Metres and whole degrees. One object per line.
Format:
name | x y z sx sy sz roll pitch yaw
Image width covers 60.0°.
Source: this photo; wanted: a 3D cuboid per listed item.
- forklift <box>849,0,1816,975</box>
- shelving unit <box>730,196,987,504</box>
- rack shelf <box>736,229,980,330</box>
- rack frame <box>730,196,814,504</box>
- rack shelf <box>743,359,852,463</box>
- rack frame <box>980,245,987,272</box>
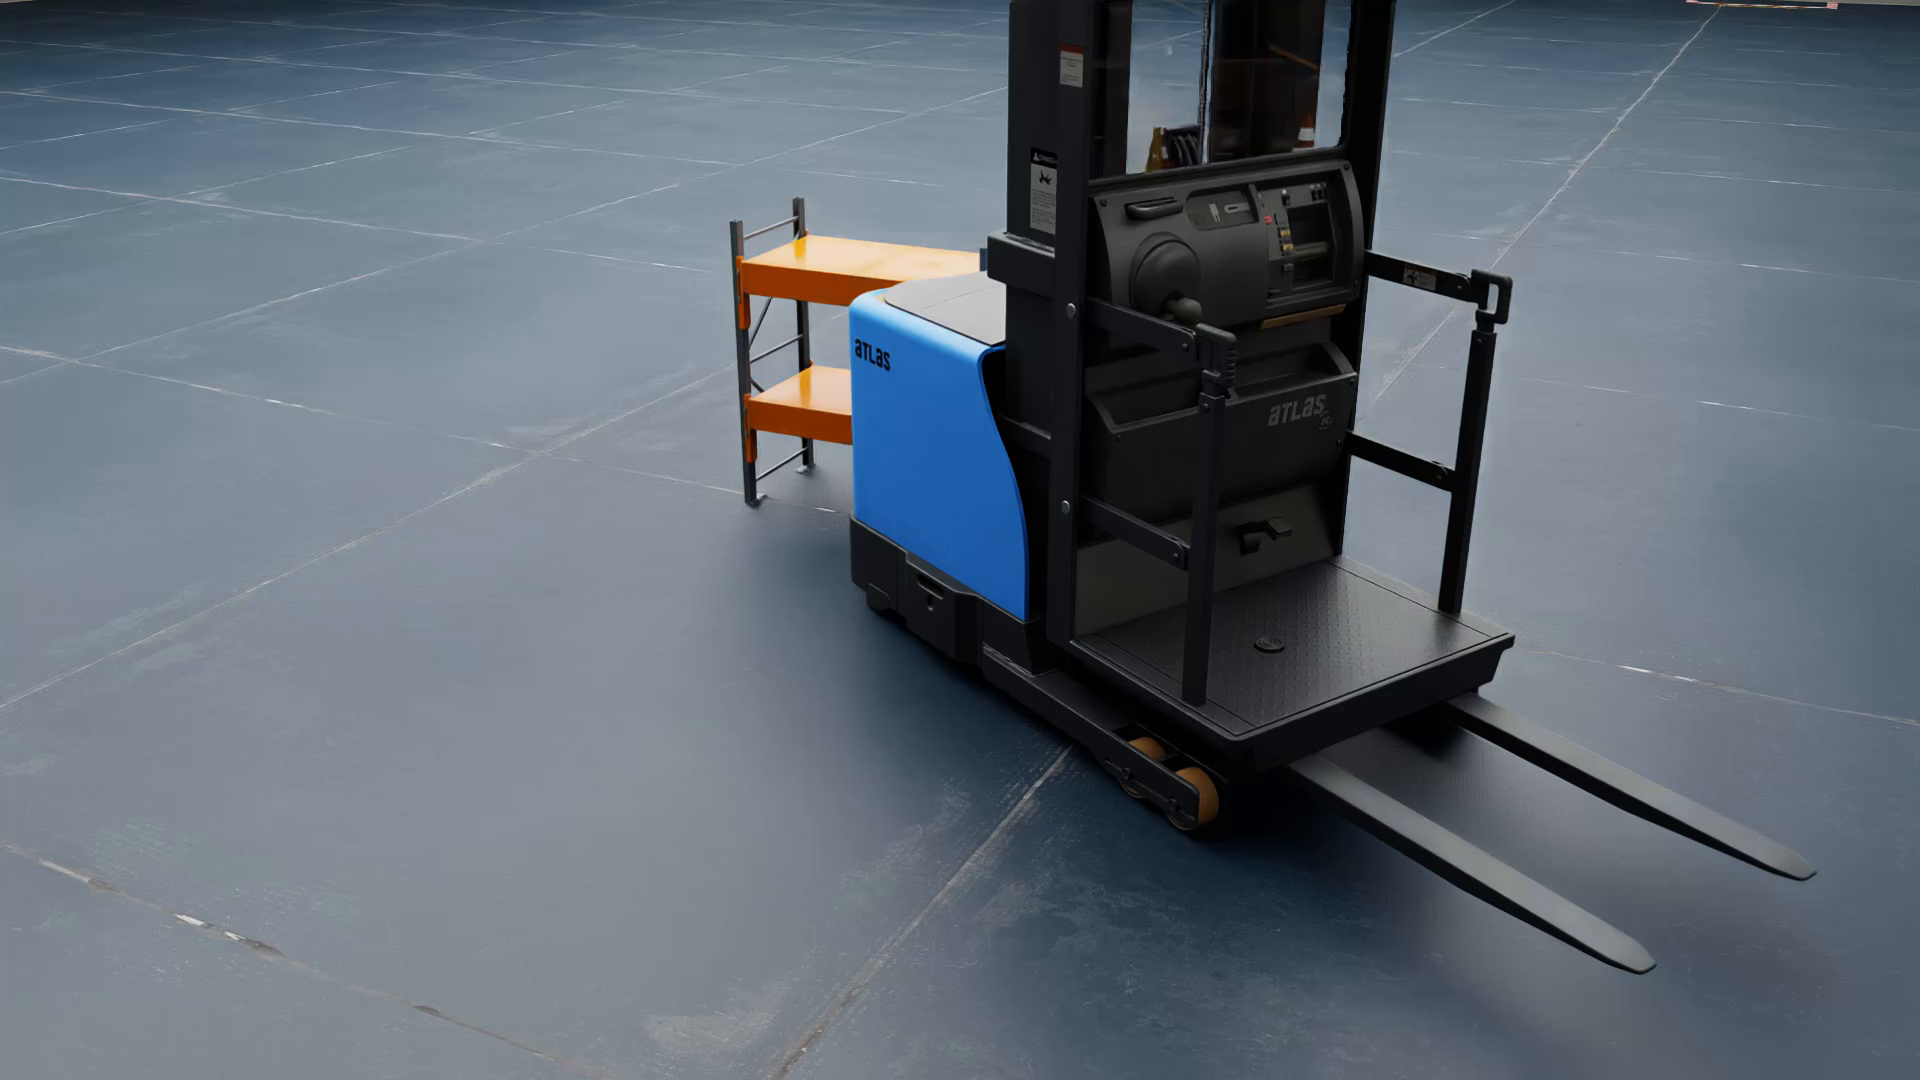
forklift | 0.867 -0.789 4.360 1.130 2.935 3.031 -15 27 -31
shelving unit | -0.273 -0.665 6.376 1.048 1.125 0.538 10 25 23
rack shelf | -0.273 -0.934 6.262 1.000 0.278 0.538 10 25 23
rack frame | -0.734 -0.749 6.575 0.032 1.125 0.500 10 25 23
rack shelf | -0.273 -0.440 6.472 1.000 0.278 0.538 10 25 23
rack frame | 0.187 -0.581 6.178 0.032 1.125 0.500 10 25 23
